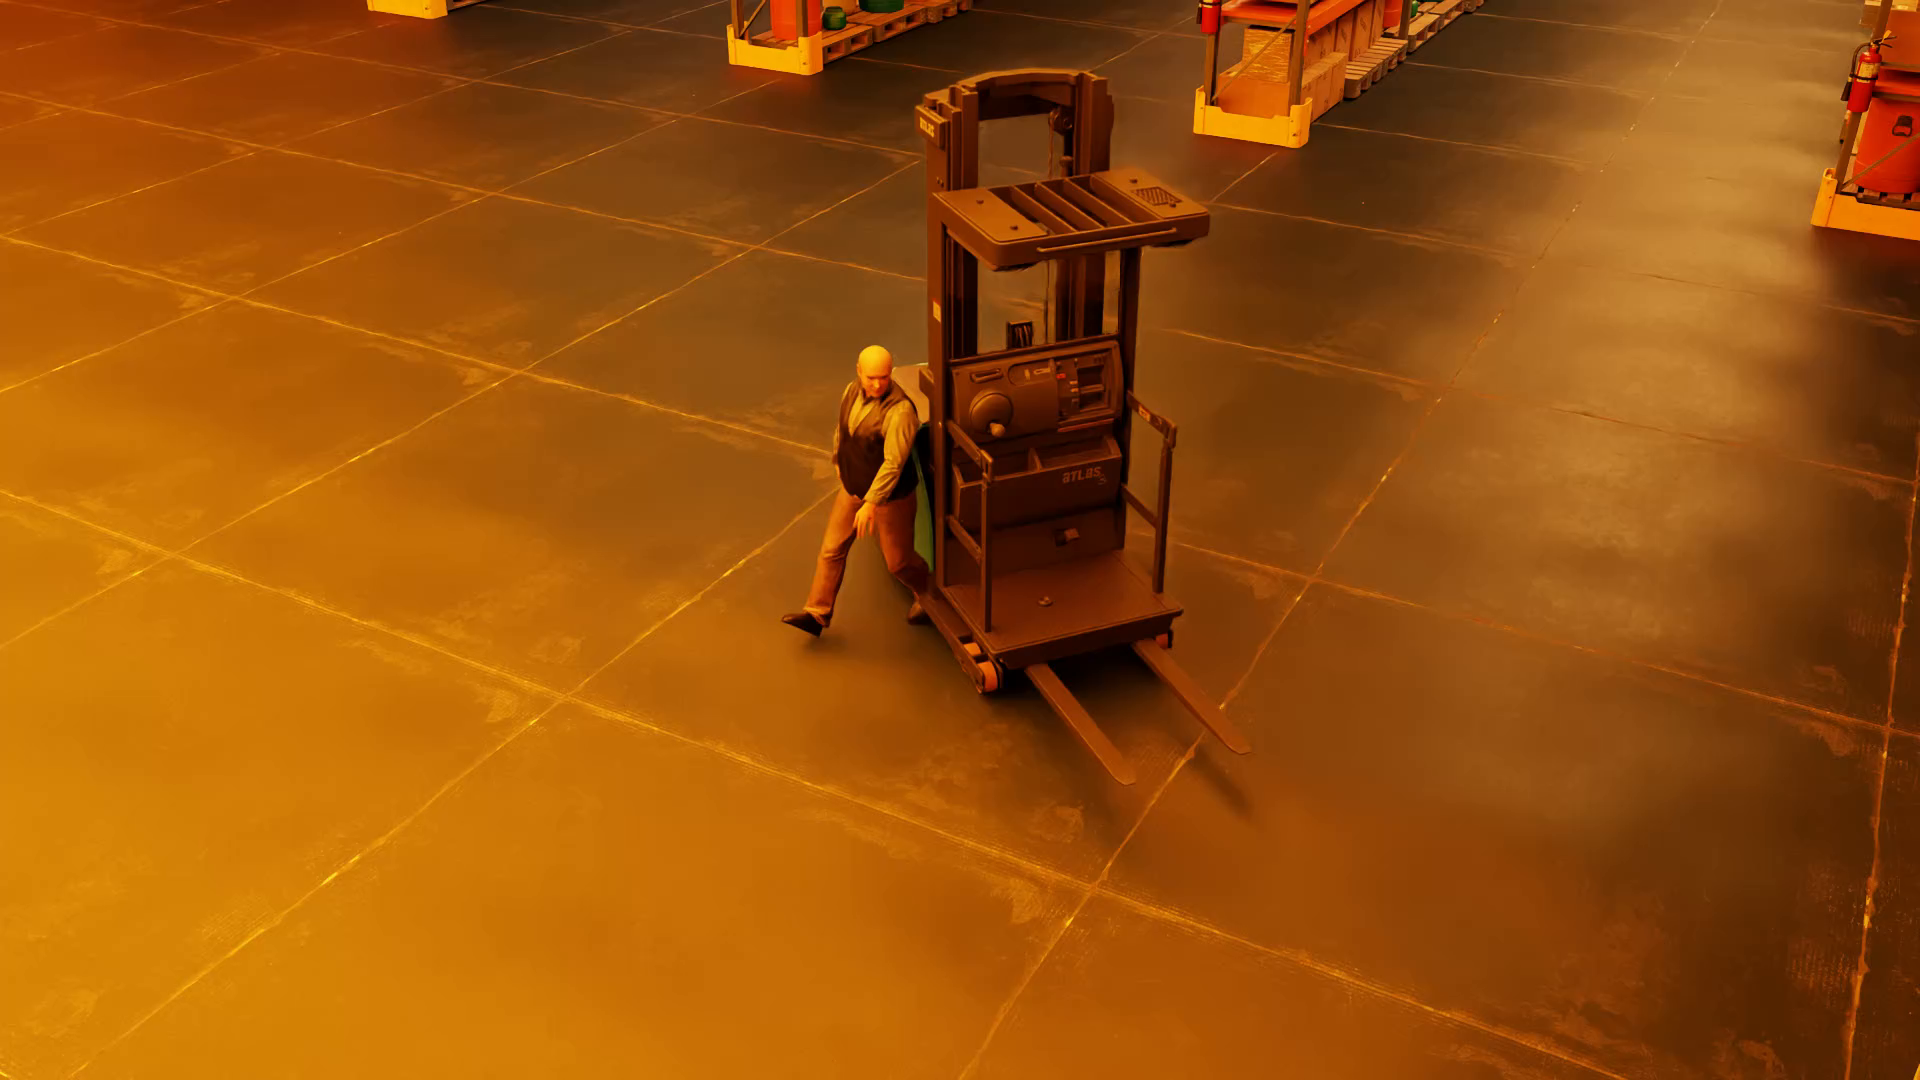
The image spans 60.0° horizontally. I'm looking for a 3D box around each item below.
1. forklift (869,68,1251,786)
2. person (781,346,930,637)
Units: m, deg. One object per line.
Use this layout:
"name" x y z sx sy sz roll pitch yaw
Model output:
"forklift" 0.486 -0.715 8.309 1.130 2.935 3.031 -12 32 -19
"person" -0.540 -0.251 8.776 0.680 1.653 0.939 24 37 35
